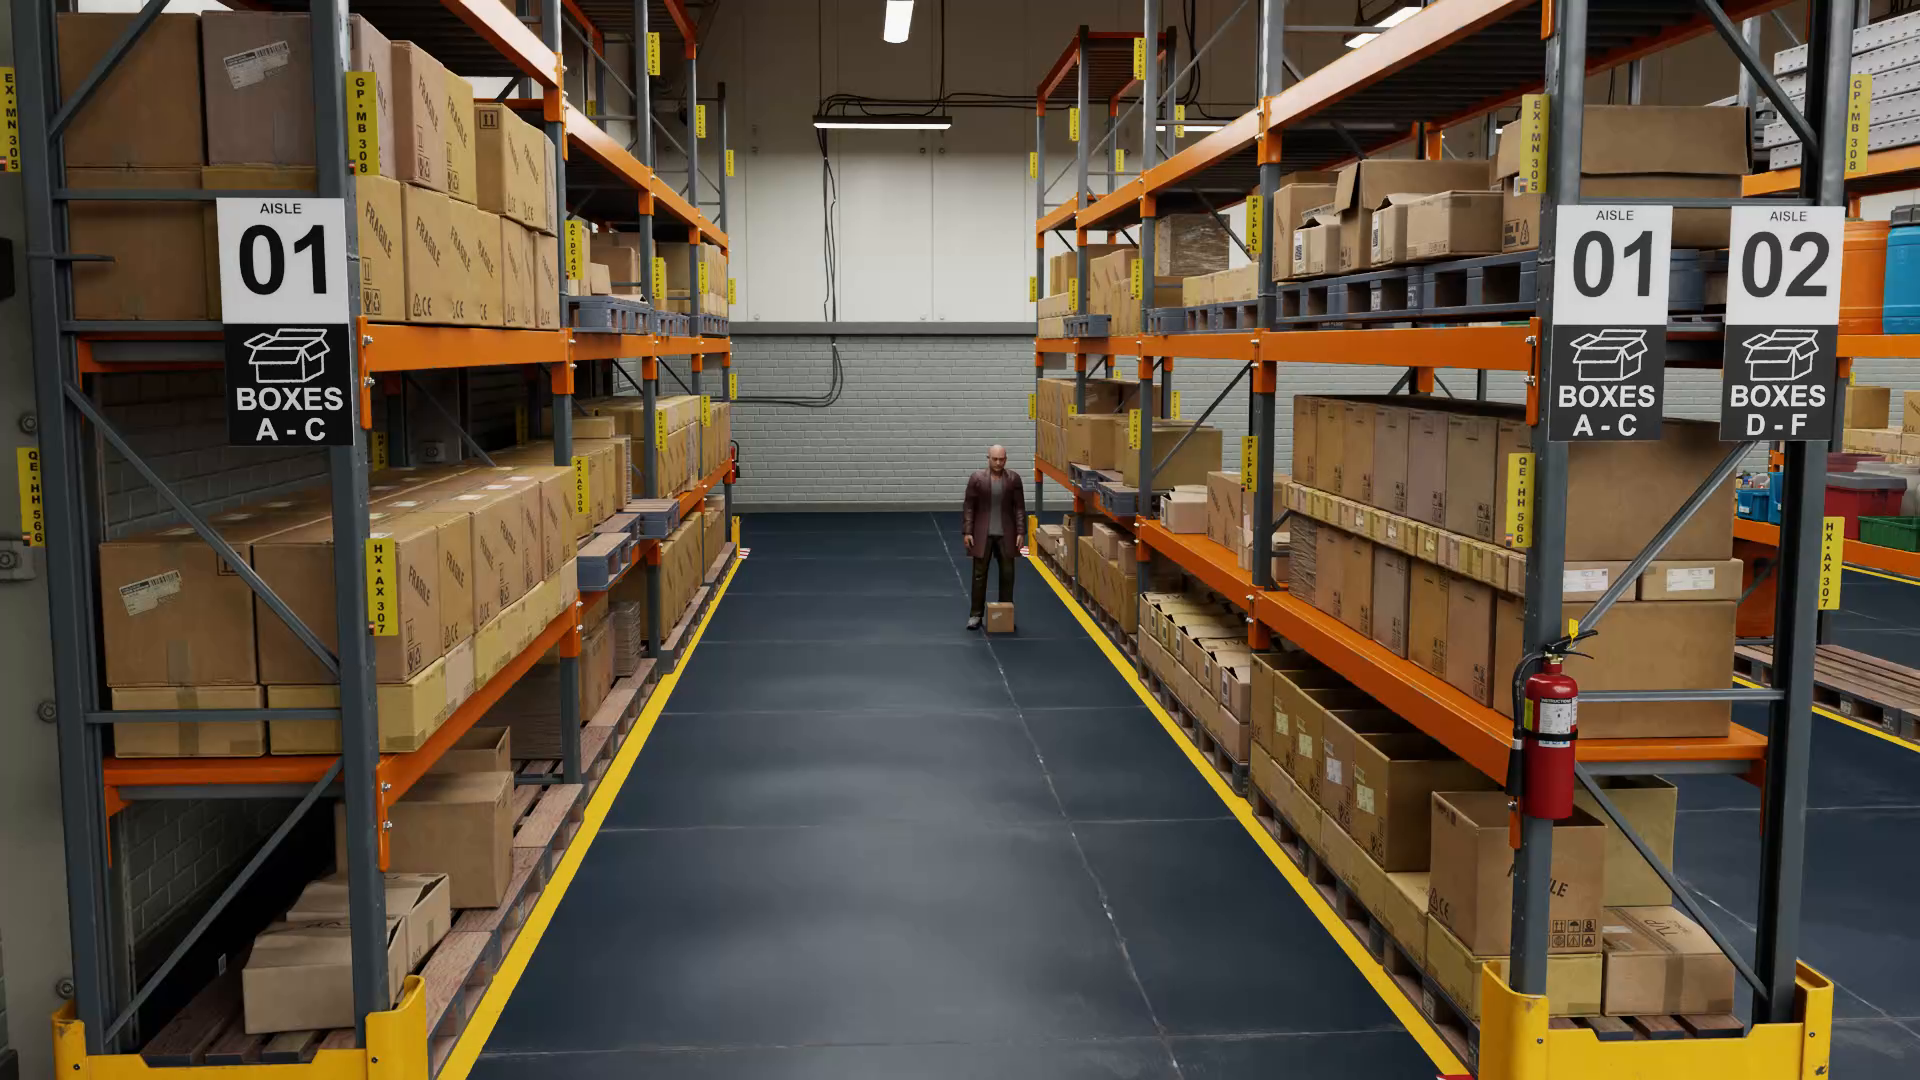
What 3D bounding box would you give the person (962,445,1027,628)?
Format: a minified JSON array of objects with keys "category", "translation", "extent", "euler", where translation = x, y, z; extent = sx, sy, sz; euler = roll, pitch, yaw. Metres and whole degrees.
[{"category":"person","translation":[0.334,-0.041,16.155],"extent":[0.640,1.773,0.430],"euler":[-1,7,-4]}]
